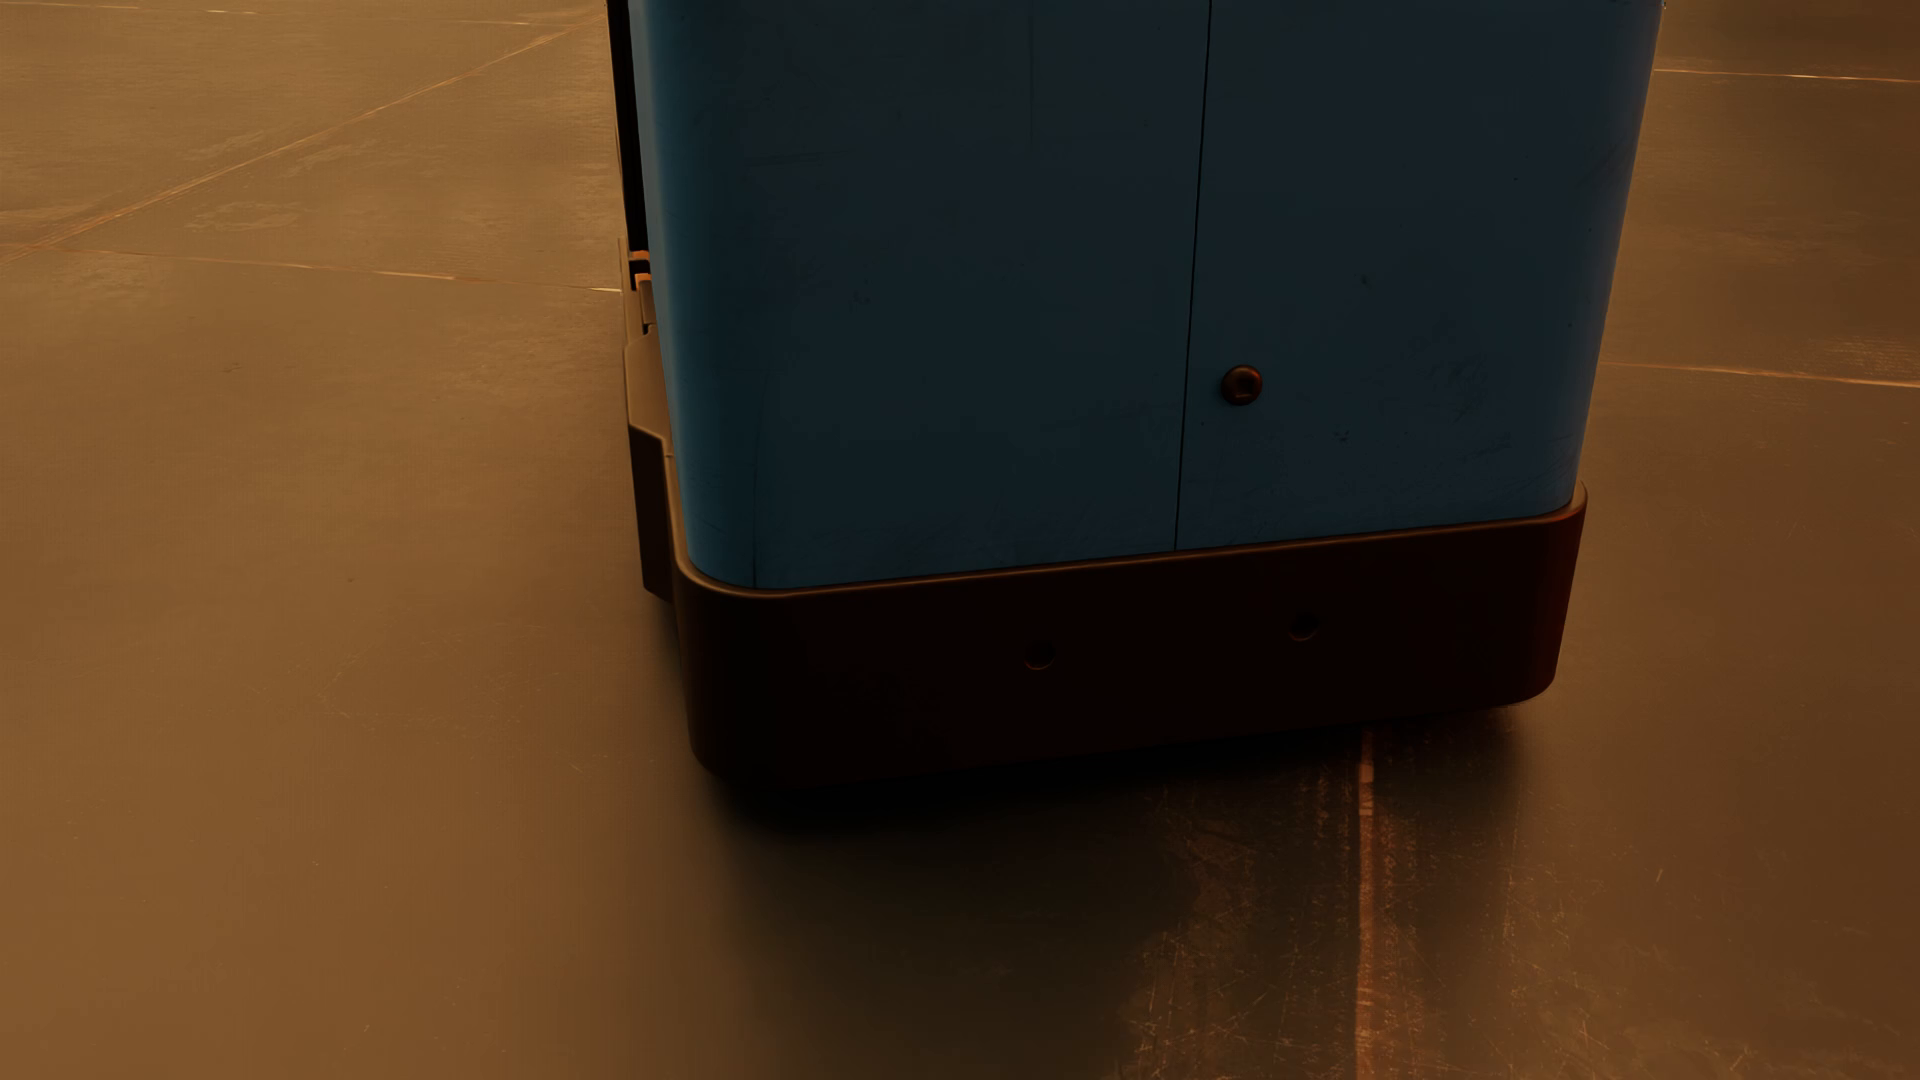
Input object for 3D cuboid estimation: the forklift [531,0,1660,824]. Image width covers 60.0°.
[{"bbox_3d":[0.028,-1.640,2.496,1.130,2.935,3.031,-2,27,-4],"label":"forklift"}]
